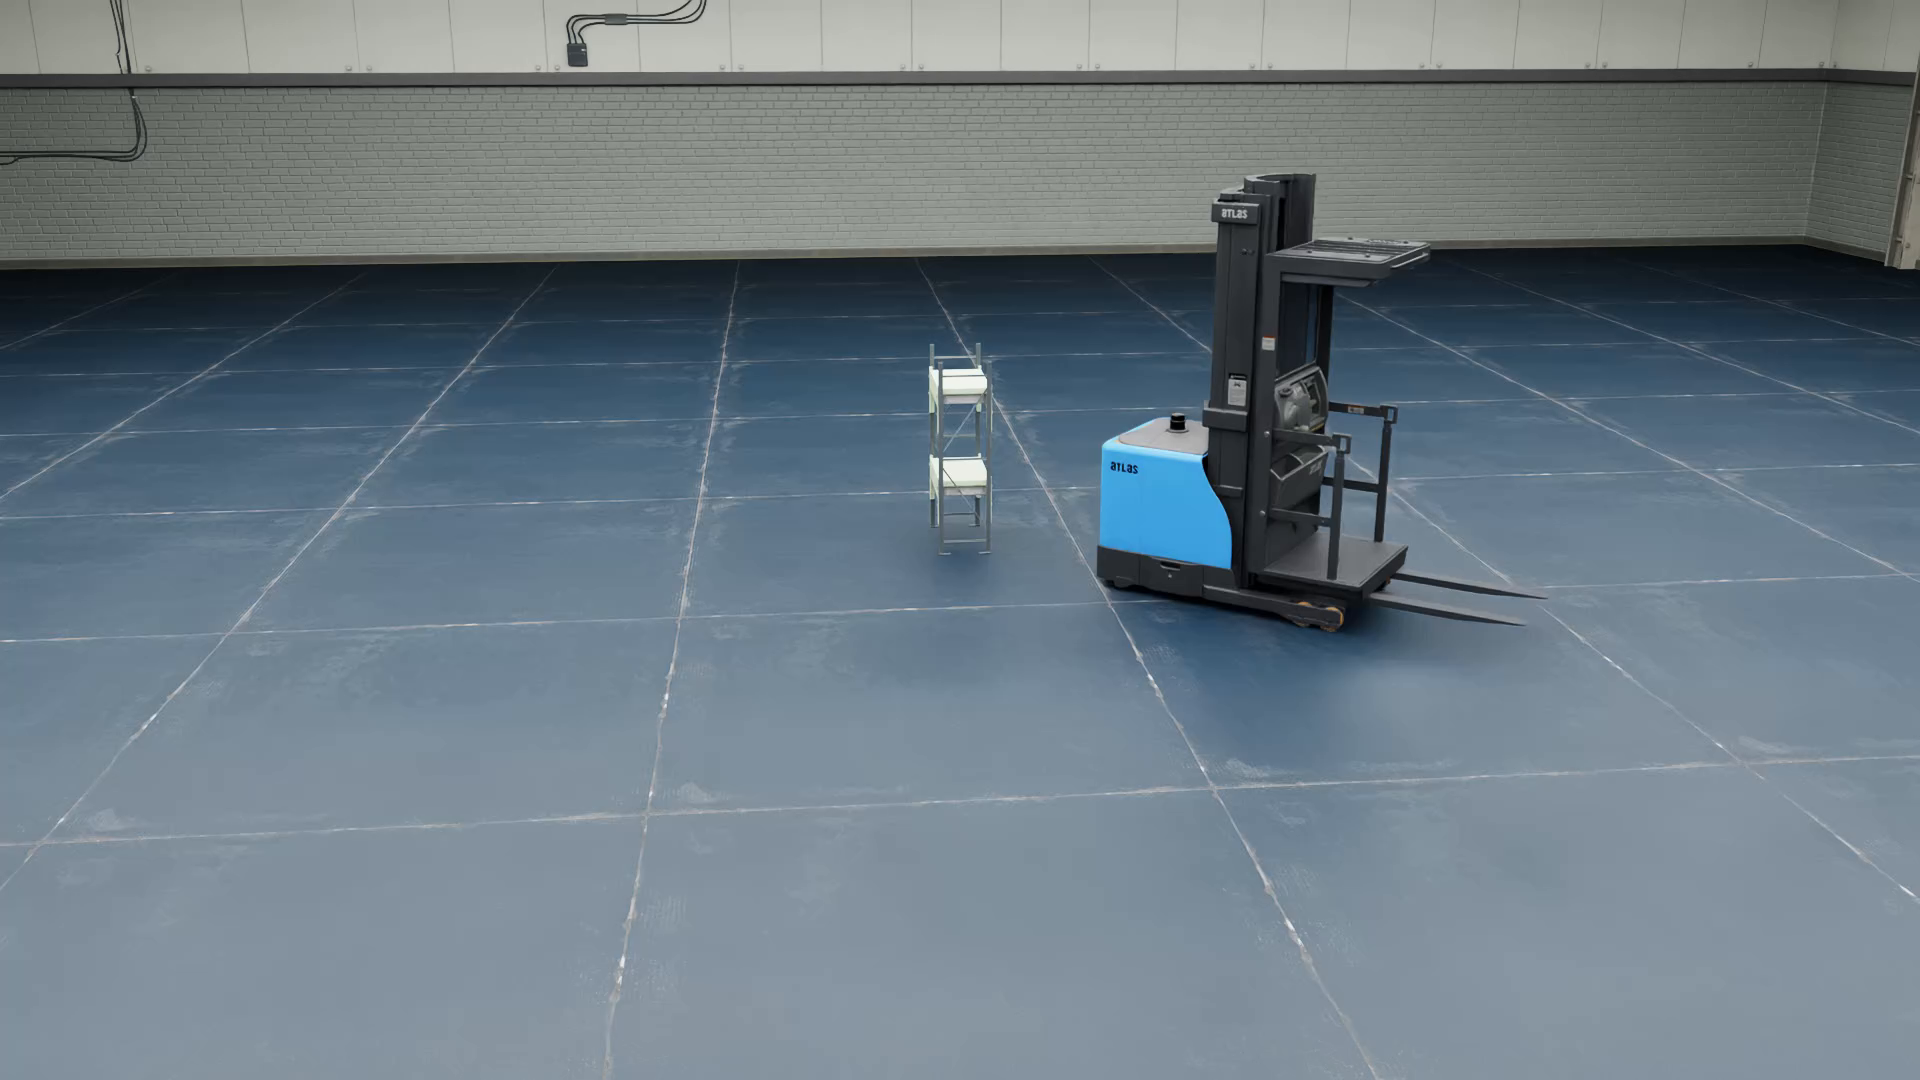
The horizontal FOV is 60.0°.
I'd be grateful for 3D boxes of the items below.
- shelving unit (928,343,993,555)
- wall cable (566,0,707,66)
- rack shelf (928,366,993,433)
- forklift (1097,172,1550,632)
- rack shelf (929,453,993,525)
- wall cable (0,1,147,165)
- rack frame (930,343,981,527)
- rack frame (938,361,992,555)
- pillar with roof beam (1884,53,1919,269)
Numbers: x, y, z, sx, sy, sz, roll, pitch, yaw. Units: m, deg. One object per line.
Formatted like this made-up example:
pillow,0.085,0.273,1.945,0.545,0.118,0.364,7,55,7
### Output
shelving unit,-0.001,-0.718,12.959,0.431,1.500,0.755,-2,18,-6
wall cable,-5.273,-10.677,26.485,2.305,6.003,0.169,-2,18,-6
rack shelf,-0.001,-1.090,12.842,0.431,0.370,0.720,-2,18,-6
forklift,2.522,-0.961,11.345,3.031,2.935,1.130,10,20,30
rack shelf,-0.001,-0.407,13.056,0.431,0.370,0.720,-2,18,-6
wall cable,-14.717,-7.285,26.541,3.097,2.526,0.112,-2,18,-6
rack frame,-0.038,-0.827,13.306,0.400,1.500,0.023,-2,18,-6
rack frame,0.037,-0.609,12.611,0.400,1.500,0.023,-2,18,-6
pillar with roof beam,11.322,-8.688,25.826,9.100,9.000,0.400,-2,18,-6
